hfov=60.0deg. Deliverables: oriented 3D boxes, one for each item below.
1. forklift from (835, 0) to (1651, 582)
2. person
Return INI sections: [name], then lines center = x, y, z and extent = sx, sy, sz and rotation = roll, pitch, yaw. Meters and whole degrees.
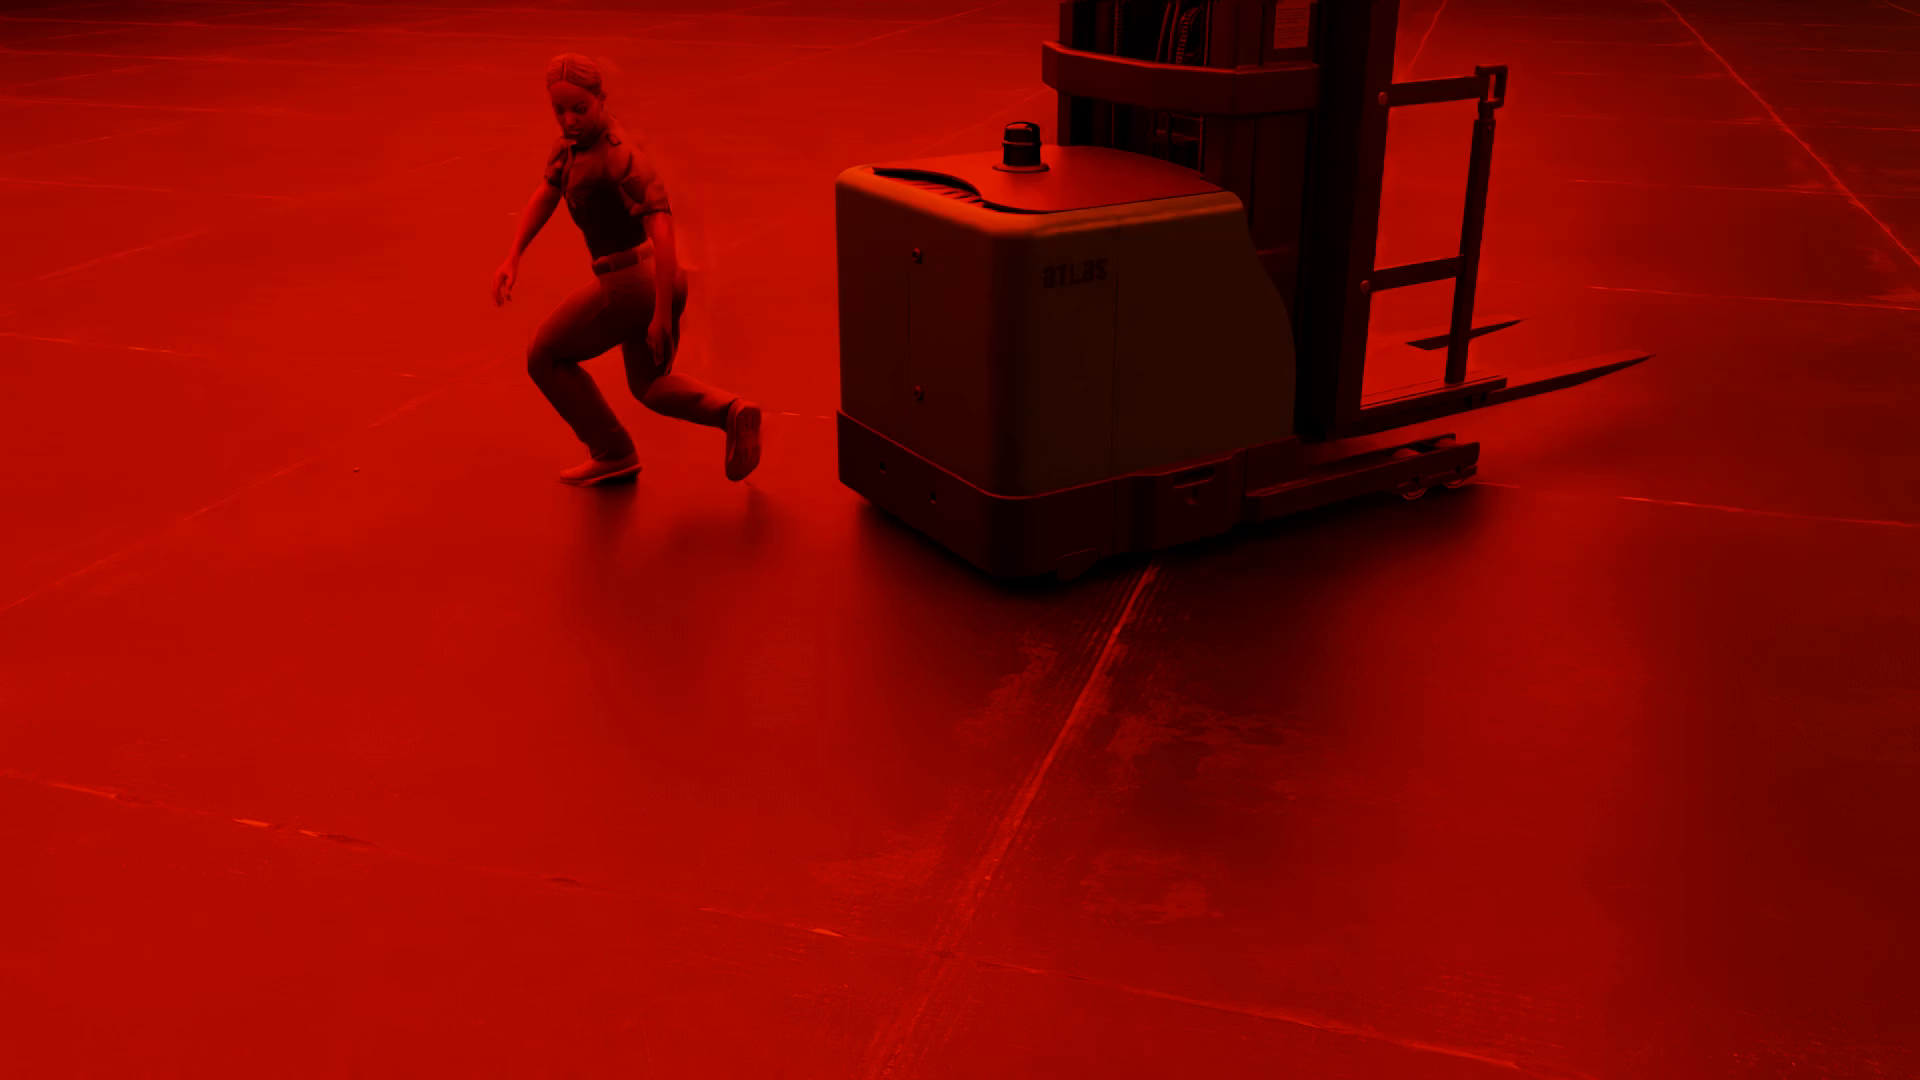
[forklift]
center = 1.126, -1.642, 5.258
extent = 3.031, 2.935, 1.130
rotation = -13, 26, -29
[person]
center = -1.069, -0.819, 5.301
extent = 0.848, 1.434, 0.582
rotation = 3, 23, 7
